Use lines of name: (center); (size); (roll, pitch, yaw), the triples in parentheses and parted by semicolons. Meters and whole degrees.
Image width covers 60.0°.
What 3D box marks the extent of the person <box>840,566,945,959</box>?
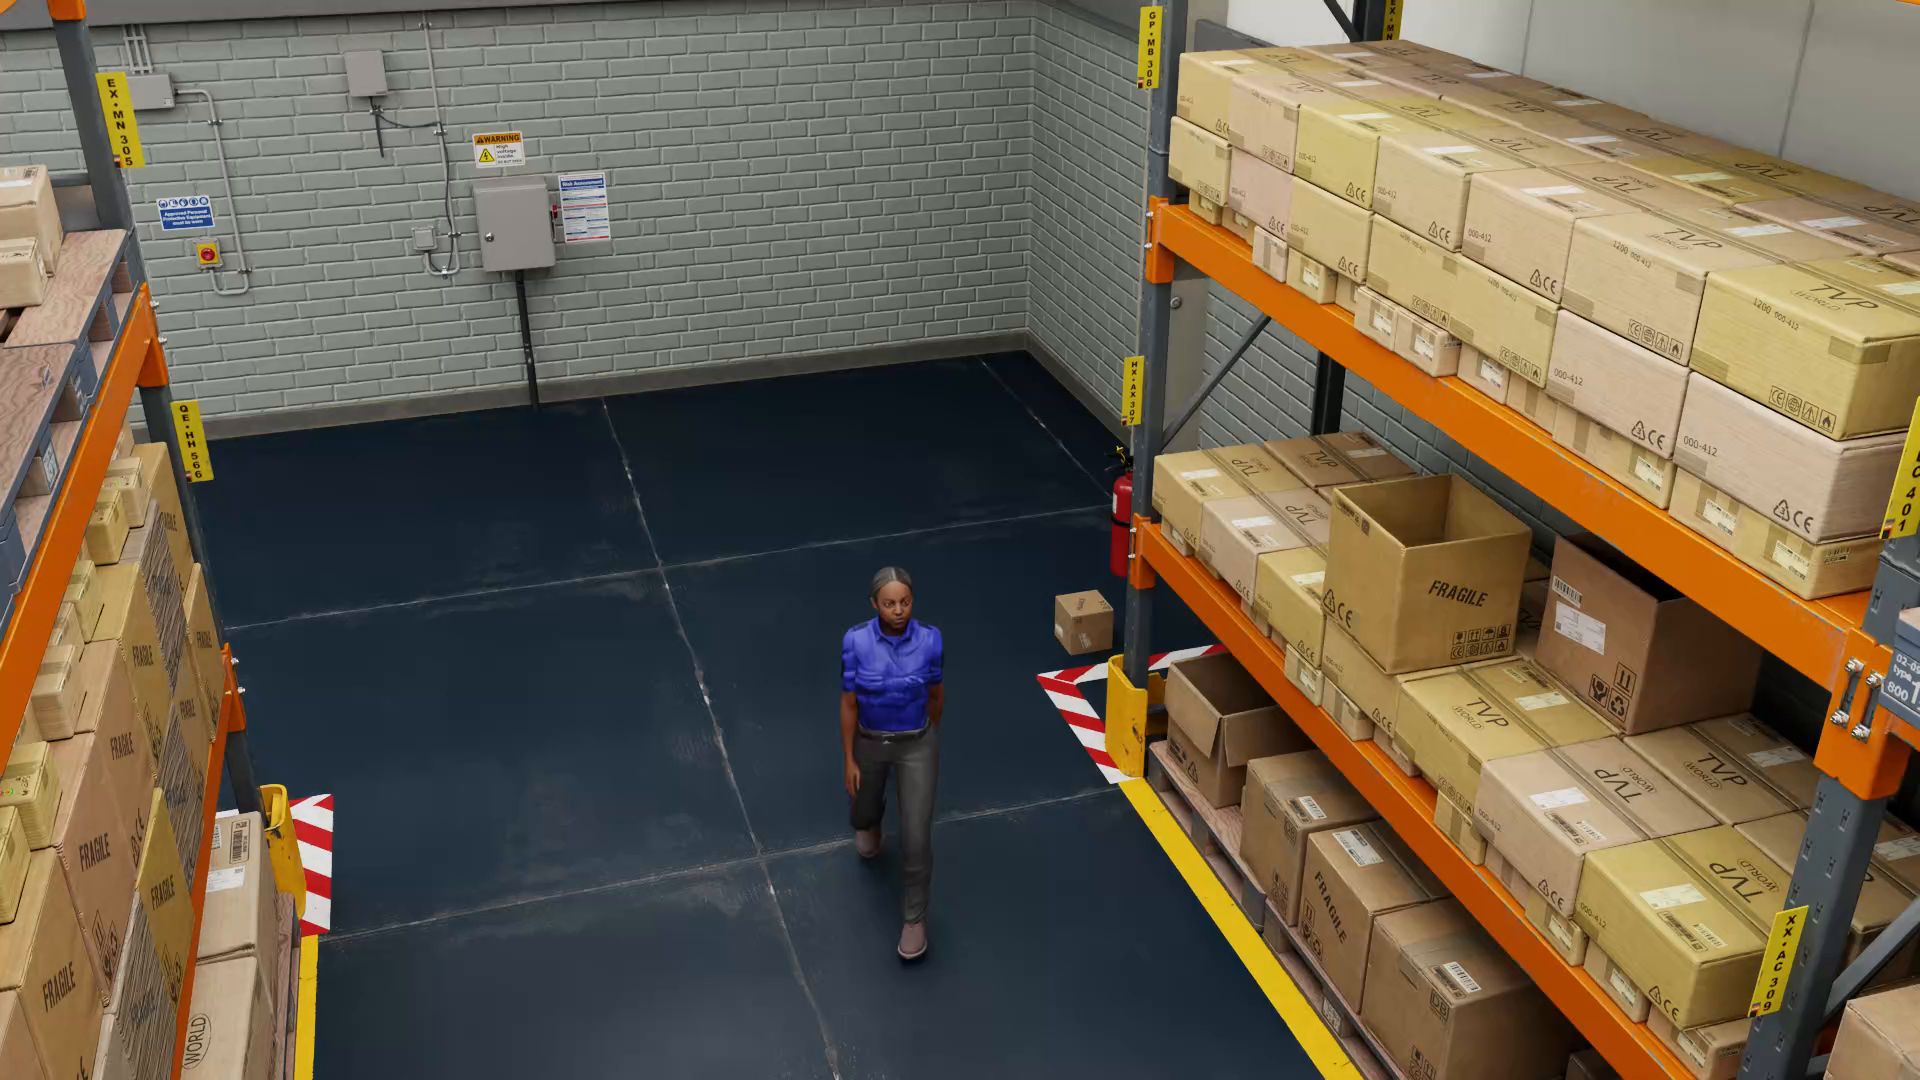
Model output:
person: (-0.275, 0.833, 6.926); (0.425, 1.616, 0.881); (0, 26, 0)
